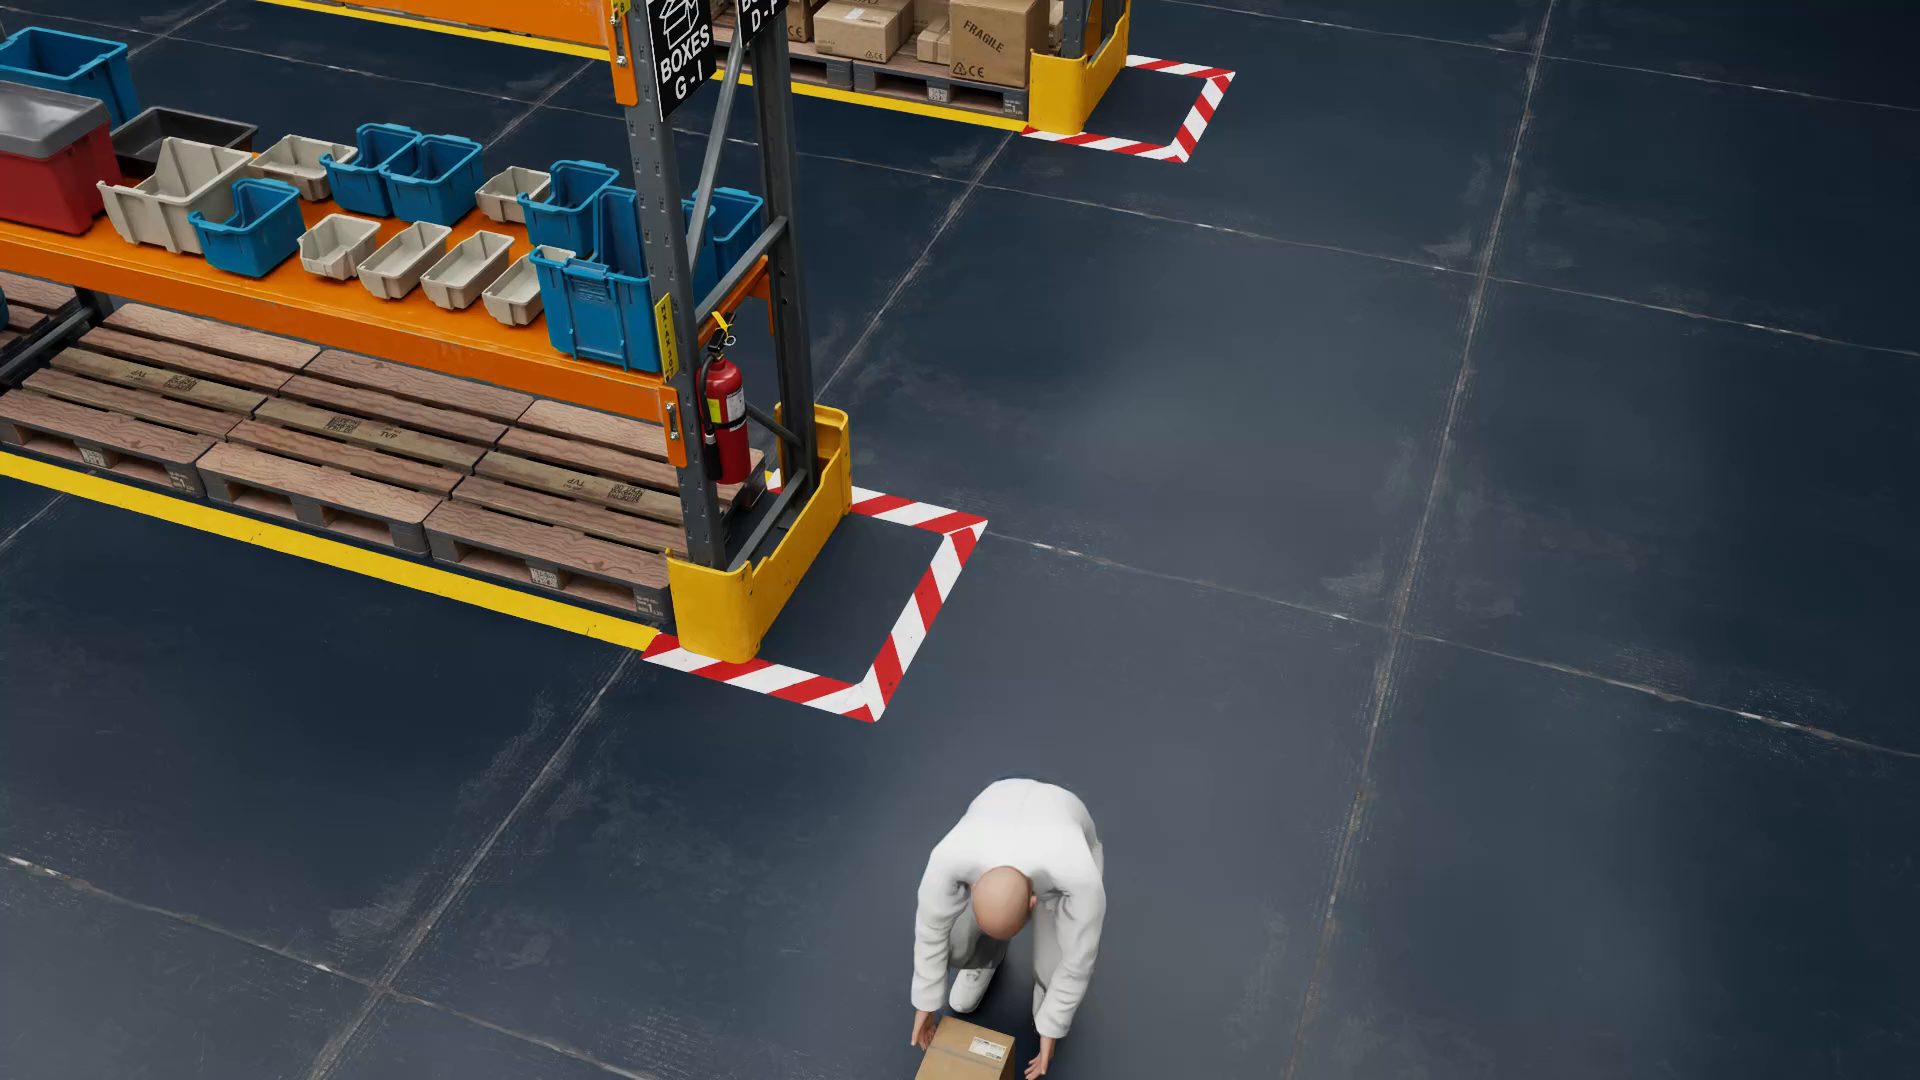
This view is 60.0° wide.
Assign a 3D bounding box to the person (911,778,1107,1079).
[{"bbox_3d":[0.189,1.186,5.356,0.610,1.054,0.877,13,43,15],"label":"person"}]
